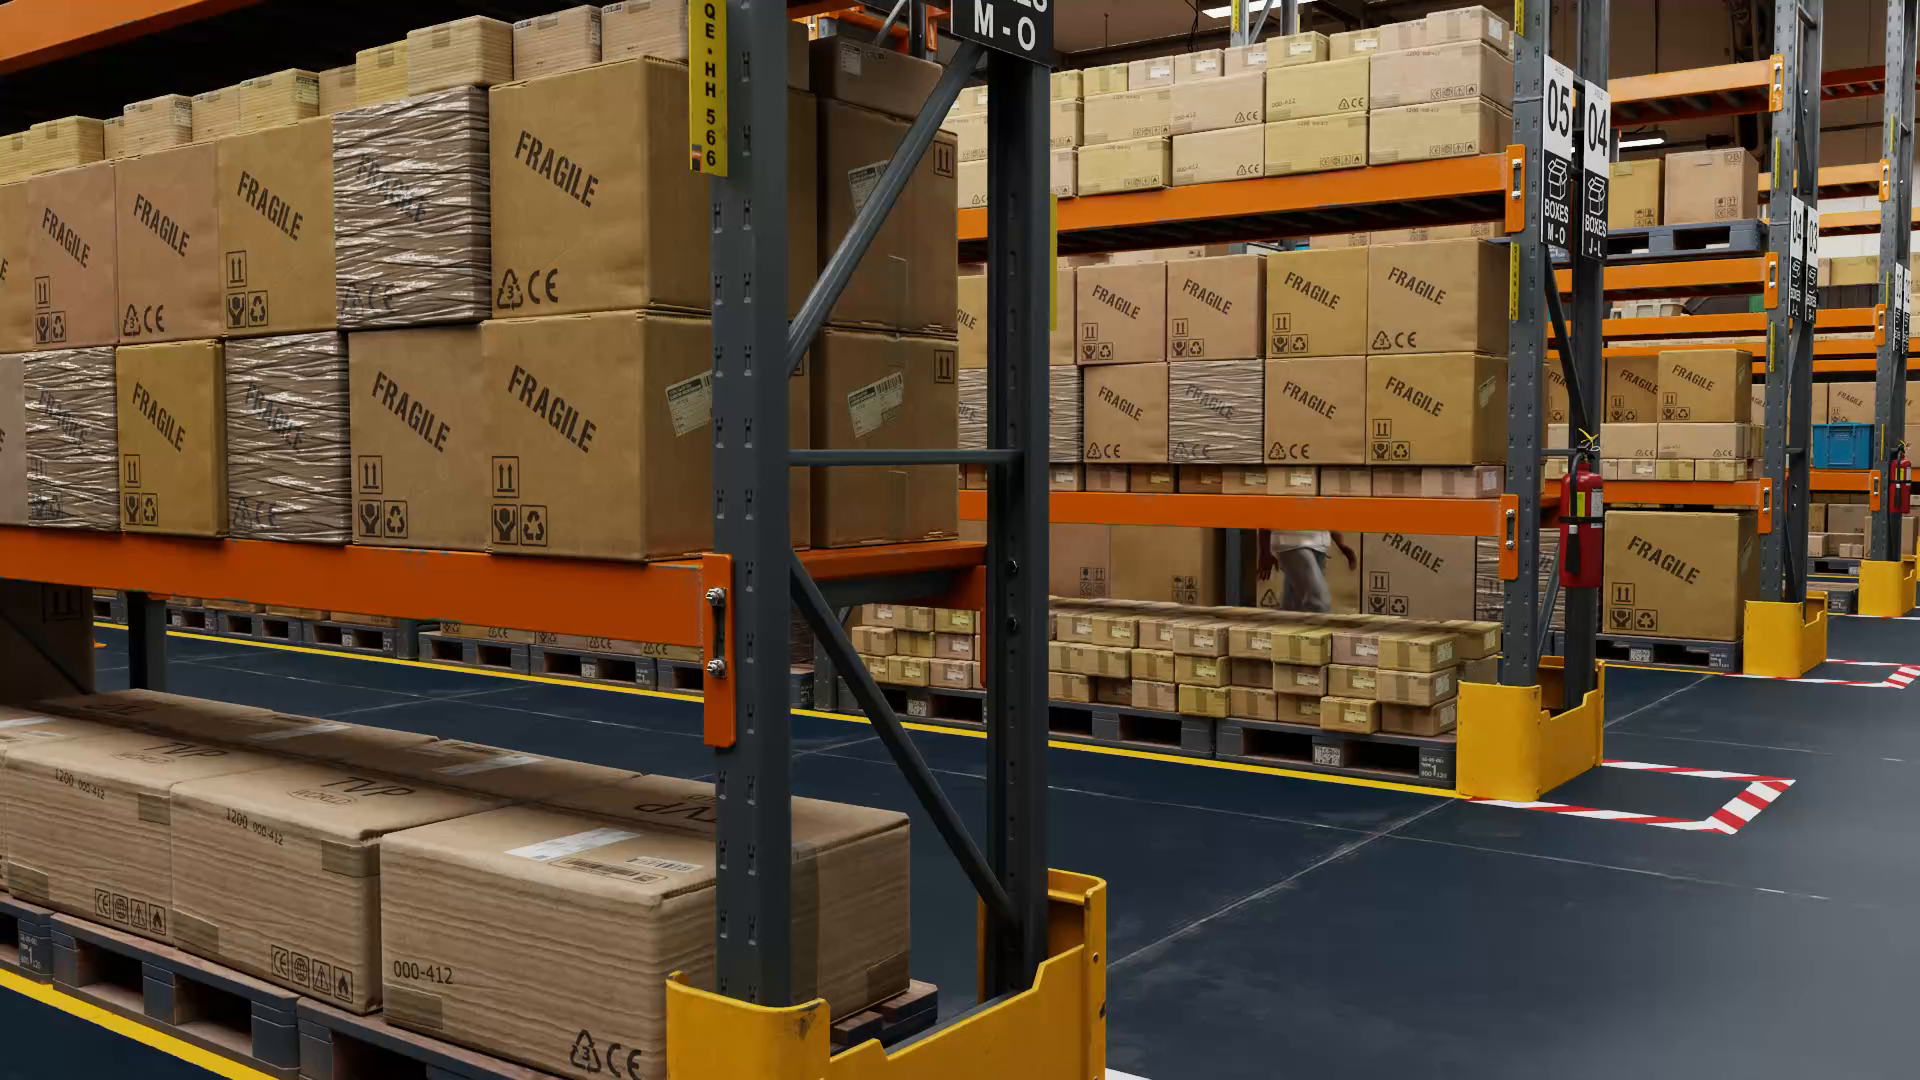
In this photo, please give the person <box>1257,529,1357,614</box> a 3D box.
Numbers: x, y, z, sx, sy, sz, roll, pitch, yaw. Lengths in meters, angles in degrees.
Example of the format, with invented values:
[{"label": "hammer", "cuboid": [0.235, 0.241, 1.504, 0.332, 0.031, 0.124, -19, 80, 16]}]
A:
[{"label": "person", "cuboid": [2.185, 0.084, 10.250, 0.805, 1.789, 0.570, 3, 4, 40]}]
